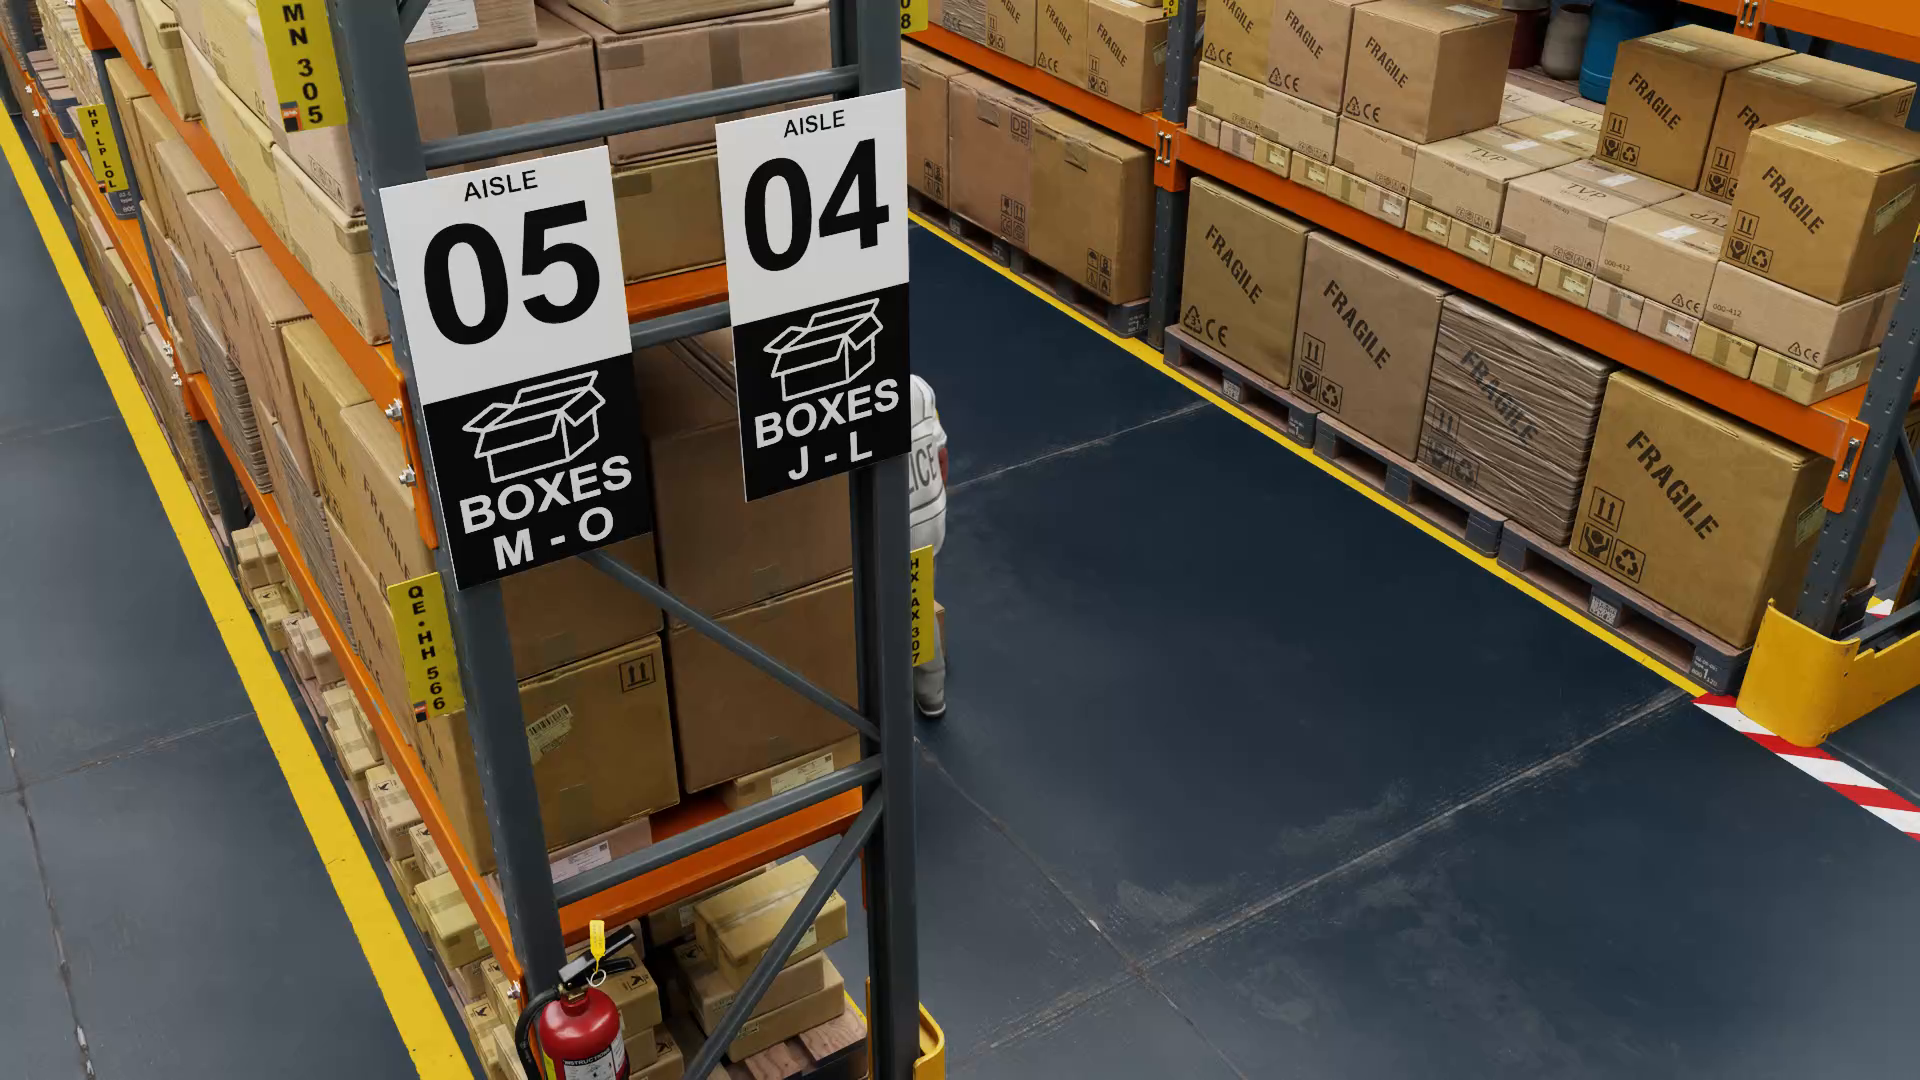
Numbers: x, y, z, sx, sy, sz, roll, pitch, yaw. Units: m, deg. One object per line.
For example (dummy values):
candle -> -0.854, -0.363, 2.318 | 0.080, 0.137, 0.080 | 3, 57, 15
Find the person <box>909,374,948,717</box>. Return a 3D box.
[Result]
person -> -0.289, -0.014, 6.153 | 0.607, 1.747, 0.438 | -22, 39, -31
